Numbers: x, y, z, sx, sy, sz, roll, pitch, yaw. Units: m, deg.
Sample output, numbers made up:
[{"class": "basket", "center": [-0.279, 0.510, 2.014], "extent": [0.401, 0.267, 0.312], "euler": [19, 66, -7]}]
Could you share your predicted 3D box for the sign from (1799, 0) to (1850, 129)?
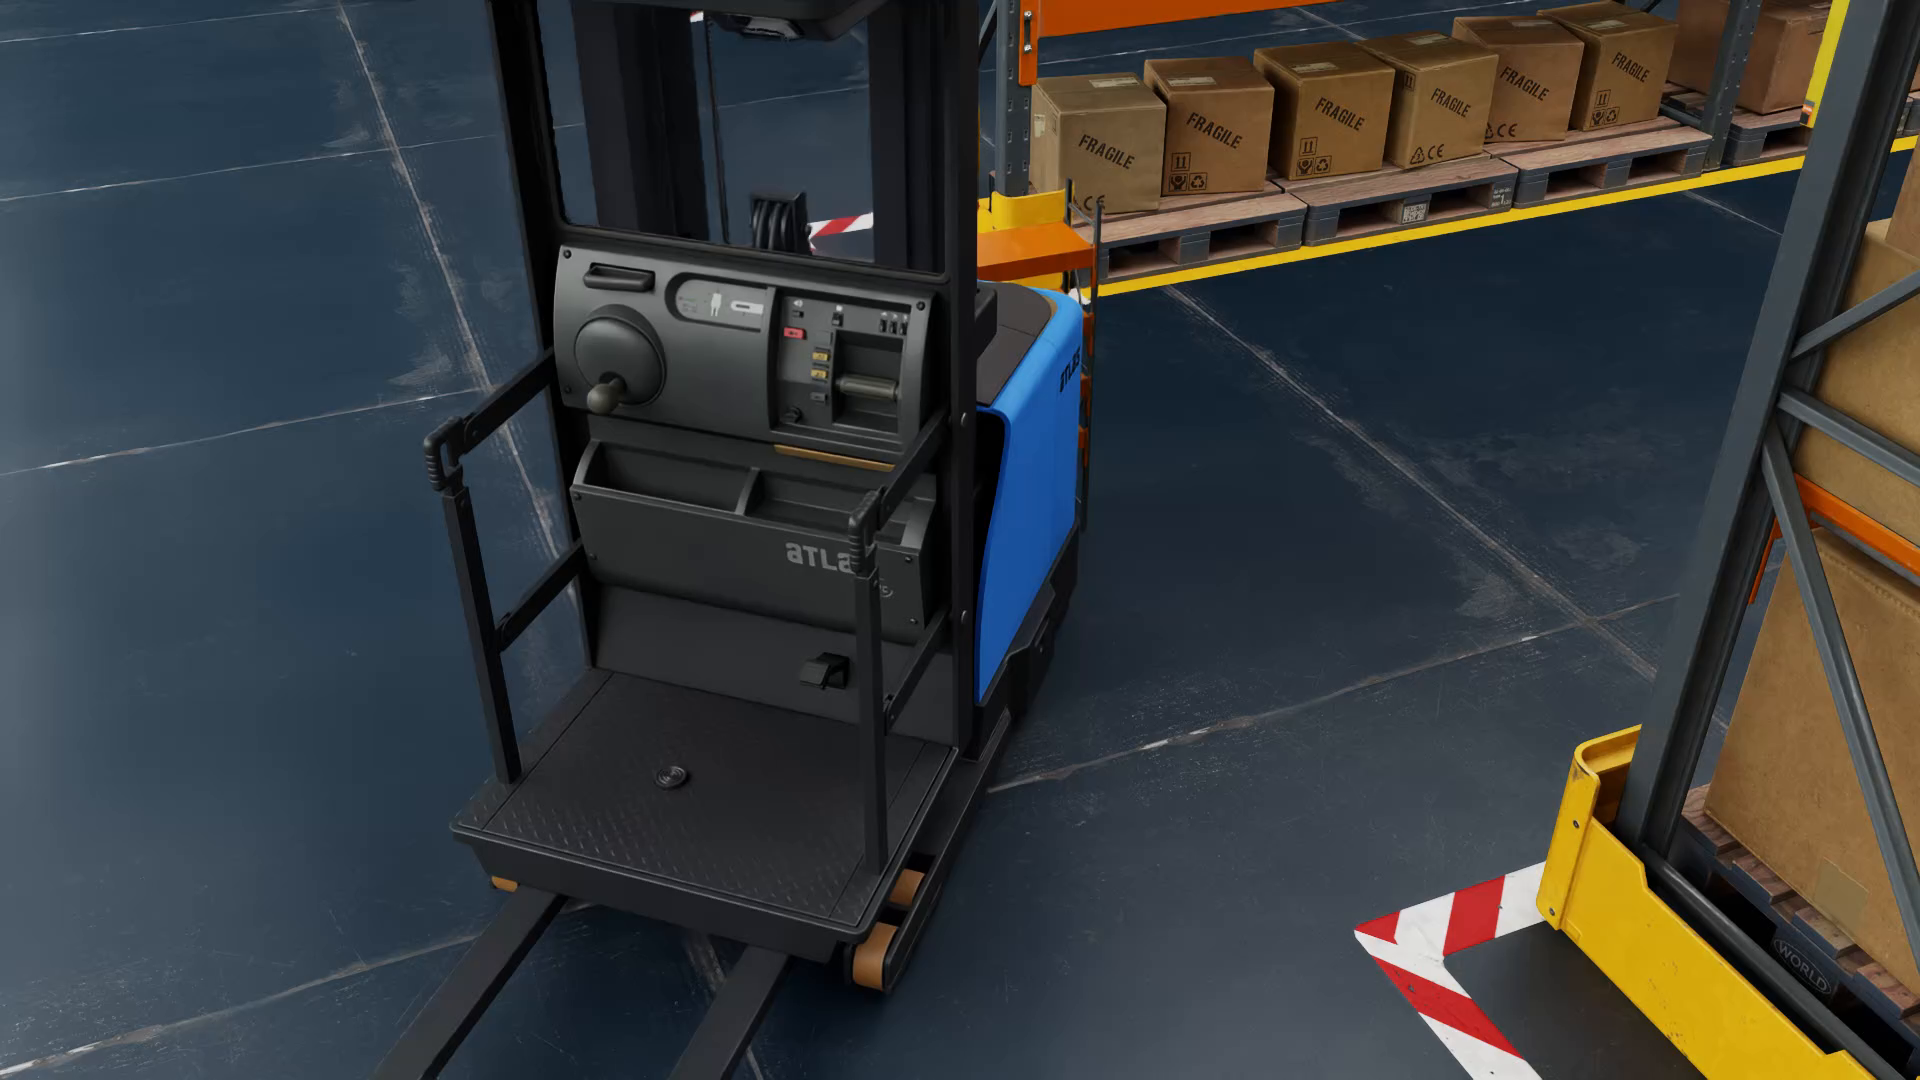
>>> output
[{"class": "sign", "center": [1.678, -0.936, 3.159], "extent": [0.005, 0.325, 0.100], "euler": [-13, 35, -19]}]

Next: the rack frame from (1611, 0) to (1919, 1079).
[{"class": "rack frame", "center": [1.876, -0.075, 3.116], "extent": [0.127, 3.000, 1.000], "euler": [-13, 35, -19]}]

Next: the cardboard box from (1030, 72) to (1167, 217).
[{"class": "cardboard box", "center": [0.631, -1.843, 7.739], "extent": [0.500, 0.500, 0.500], "euler": [-7, 34, -10]}]

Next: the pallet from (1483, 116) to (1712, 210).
[{"class": "pallet", "center": [3.131, -2.107, 8.795], "extent": [1.213, 0.211, 1.003], "euler": [-13, 35, -19]}]

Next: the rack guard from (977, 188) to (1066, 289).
[{"class": "rack guard", "center": [0.119, -1.559, 7.688], "extent": [0.348, 0.500, 1.175], "euler": [-13, 35, -19]}]

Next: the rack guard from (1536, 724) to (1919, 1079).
[{"class": "rack guard", "center": [1.854, 0.977, 3.790], "extent": [0.348, 0.500, 1.175], "euler": [-13, 35, -19]}]

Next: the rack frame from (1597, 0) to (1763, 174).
[{"class": "rack frame", "center": [3.737, -3.435, 8.280], "extent": [0.127, 3.000, 1.000], "euler": [-13, 35, -19]}]

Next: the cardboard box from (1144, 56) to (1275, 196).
[{"class": "cardboard box", "center": [1.169, -1.986, 7.959], "extent": [0.500, 0.500, 0.500], "euler": [-4, 33, -6]}]

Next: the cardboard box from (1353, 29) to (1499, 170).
[{"class": "cardboard box", "center": [2.285, -2.204, 8.294], "extent": [0.500, 0.500, 0.500], "euler": [-16, 36, -23]}]

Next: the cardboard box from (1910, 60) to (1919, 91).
[{"class": "cardboard box", "center": [5.274, -2.901, 9.346], "extent": [0.500, 0.500, 0.700], "euler": [-16, 36, -23]}]

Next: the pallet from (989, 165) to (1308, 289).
[{"class": "pallet", "center": [0.882, -1.592, 8.003], "extent": [1.213, 0.211, 1.003], "euler": [-13, 35, -19]}]

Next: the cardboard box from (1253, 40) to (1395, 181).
[{"class": "cardboard box", "center": [1.753, -2.109, 8.148], "extent": [0.500, 0.500, 0.500], "euler": [-10, 34, -14]}]

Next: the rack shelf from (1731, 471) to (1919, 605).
[{"class": "rack shelf", "center": [3.720, -0.196, 3.961], "extent": [4.000, 0.370, 1.077], "euler": [-13, 35, -19]}]

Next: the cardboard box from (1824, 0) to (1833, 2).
[{"class": "cardboard box", "center": [4.758, -2.782, 9.164], "extent": [0.500, 0.500, 0.700], "euler": [-13, 35, -19]}]

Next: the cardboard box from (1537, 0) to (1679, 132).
[{"class": "cardboard box", "center": [3.353, -2.499, 8.748], "extent": [0.500, 0.500, 0.500], "euler": [-14, 36, -20]}]

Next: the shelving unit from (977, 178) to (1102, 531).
[{"class": "shelving unit", "center": [0.163, -0.549, 5.494], "extent": [0.503, 1.200, 0.258], "euler": [-12, 35, -18]}]

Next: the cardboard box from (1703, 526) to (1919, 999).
[{"class": "cardboard box", "center": [2.475, 0.463, 3.852], "extent": [0.875, 0.875, 0.875], "euler": [-13, 35, -19]}]

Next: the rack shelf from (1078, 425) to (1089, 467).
[{"class": "rack shelf", "center": [0.163, -0.326, 5.639], "extent": [0.480, 0.148, 0.258], "euler": [-12, 35, -18]}]

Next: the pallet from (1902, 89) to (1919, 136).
[{"class": "pallet", "center": [5.581, -2.691, 9.693], "extent": [1.213, 0.211, 1.003], "euler": [-13, 35, -19]}]

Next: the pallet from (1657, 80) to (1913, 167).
[{"class": "pallet", "center": [4.454, -2.432, 9.294], "extent": [1.213, 0.211, 1.003], "euler": [-13, 35, -19]}]

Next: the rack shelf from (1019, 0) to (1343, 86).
[{"class": "rack shelf", "center": [1.893, -2.712, 7.827], "extent": [4.000, 0.370, 1.077], "euler": [-13, 35, -19]}]

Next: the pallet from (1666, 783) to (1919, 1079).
[{"class": "pallet", "center": [2.583, 0.885, 4.196], "extent": [1.213, 0.211, 1.003], "euler": [-13, 35, -19]}]

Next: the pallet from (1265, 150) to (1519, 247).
[{"class": "pallet", "center": [2.005, -1.847, 8.396], "extent": [1.213, 0.211, 1.003], "euler": [-13, 35, -19]}]

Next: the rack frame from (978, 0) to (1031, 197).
[{"class": "rack frame", "center": [0.049, -2.591, 6.982], "extent": [0.127, 3.000, 1.000], "euler": [-13, 35, -19]}]

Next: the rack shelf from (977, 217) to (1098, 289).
[{"class": "rack shelf", "center": [0.163, -0.878, 5.279], "extent": [0.480, 0.148, 0.258], "euler": [-12, 35, -18]}]

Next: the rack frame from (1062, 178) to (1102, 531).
[{"class": "rack frame", "center": [0.390, -0.598, 5.569], "extent": [0.015, 1.200, 0.240], "euler": [-12, 35, -18]}]

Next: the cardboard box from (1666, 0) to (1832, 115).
[{"class": "cardboard box", "center": [4.311, -2.691, 9.024], "extent": [0.500, 0.500, 0.700], "euler": [-16, 36, -23]}]

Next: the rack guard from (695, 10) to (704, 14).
[{"class": "rack guard", "center": [-1.817, -4.074, 11.552], "extent": [0.348, 0.500, 1.175], "euler": [-13, 35, -19]}]

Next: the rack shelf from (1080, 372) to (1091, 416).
[{"class": "rack shelf", "center": [0.163, -0.493, 5.530], "extent": [0.480, 0.148, 0.258], "euler": [-12, 35, -18]}]

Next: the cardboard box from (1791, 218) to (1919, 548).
[{"class": "cardboard box", "center": [2.200, -0.239, 3.230], "extent": [0.550, 0.550, 0.875], "euler": [-13, 35, -19]}]

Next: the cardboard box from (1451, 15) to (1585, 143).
[{"class": "cardboard box", "center": [2.827, -2.375, 8.556], "extent": [0.500, 0.500, 0.500], "euler": [-2, 33, -4]}]

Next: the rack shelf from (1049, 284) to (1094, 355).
[{"class": "rack shelf", "center": [0.163, -0.680, 5.408], "extent": [0.480, 0.148, 0.258], "euler": [-12, 35, -18]}]

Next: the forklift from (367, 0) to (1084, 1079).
[{"class": "forklift", "center": [-0.578, -0.382, 3.650], "extent": [1.130, 2.935, 3.031], "euler": [11, 34, 16]}]

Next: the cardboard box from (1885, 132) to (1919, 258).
[{"class": "cardboard box", "center": [2.233, -0.650, 2.871], "extent": [0.550, 0.550, 0.875], "euler": [-13, 35, -19]}]
